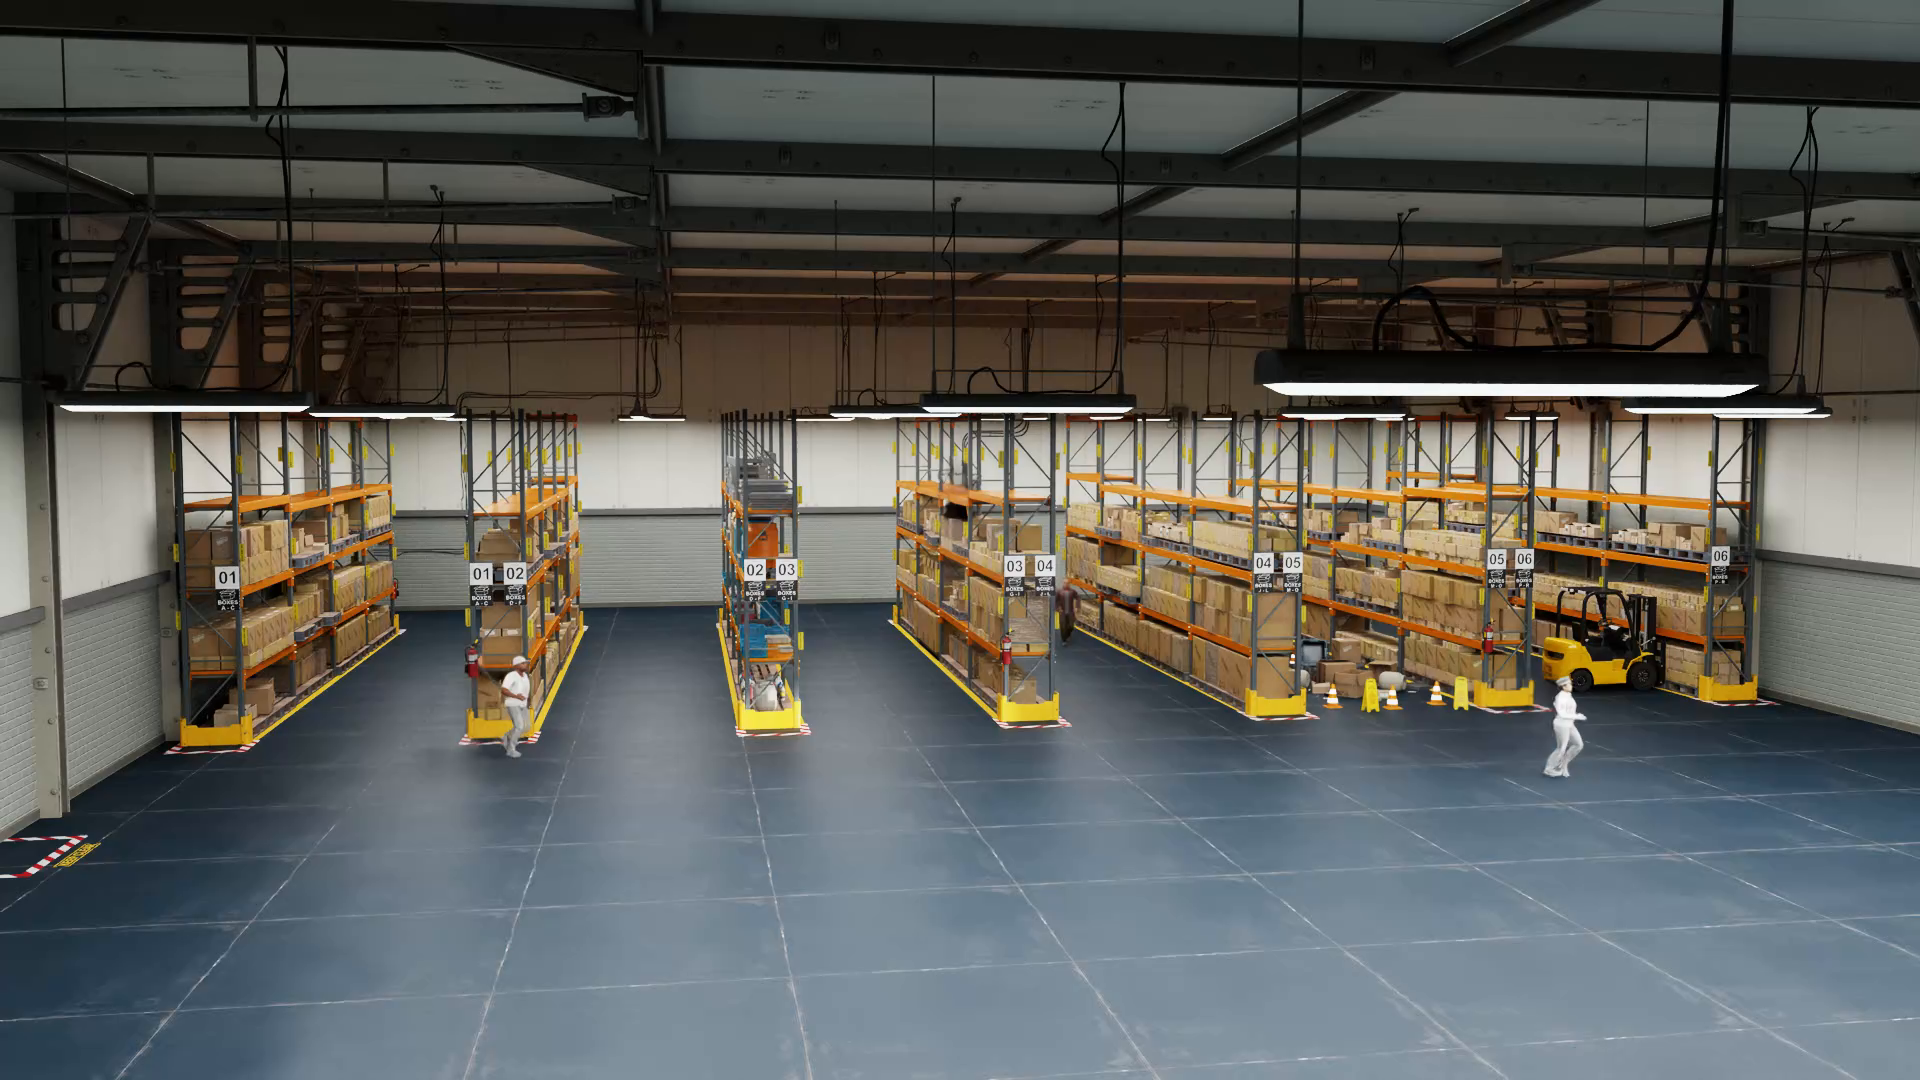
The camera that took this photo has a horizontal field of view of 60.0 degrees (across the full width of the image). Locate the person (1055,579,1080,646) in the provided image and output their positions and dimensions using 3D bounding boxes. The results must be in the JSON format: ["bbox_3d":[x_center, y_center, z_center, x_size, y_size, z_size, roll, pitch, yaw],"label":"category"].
[{"bbox_3d":[2.734,1.870,42.770,0.759,1.728,0.645,0,4,-6],"label":"person"}]

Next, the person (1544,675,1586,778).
[{"bbox_3d":[9.777,3.014,26.816,0.653,1.686,0.588,2,5,32],"label":"person"}]

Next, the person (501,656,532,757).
[{"bbox_3d":[-7.662,2.865,28.818,0.626,1.706,0.724,1,4,20],"label":"person"}]
